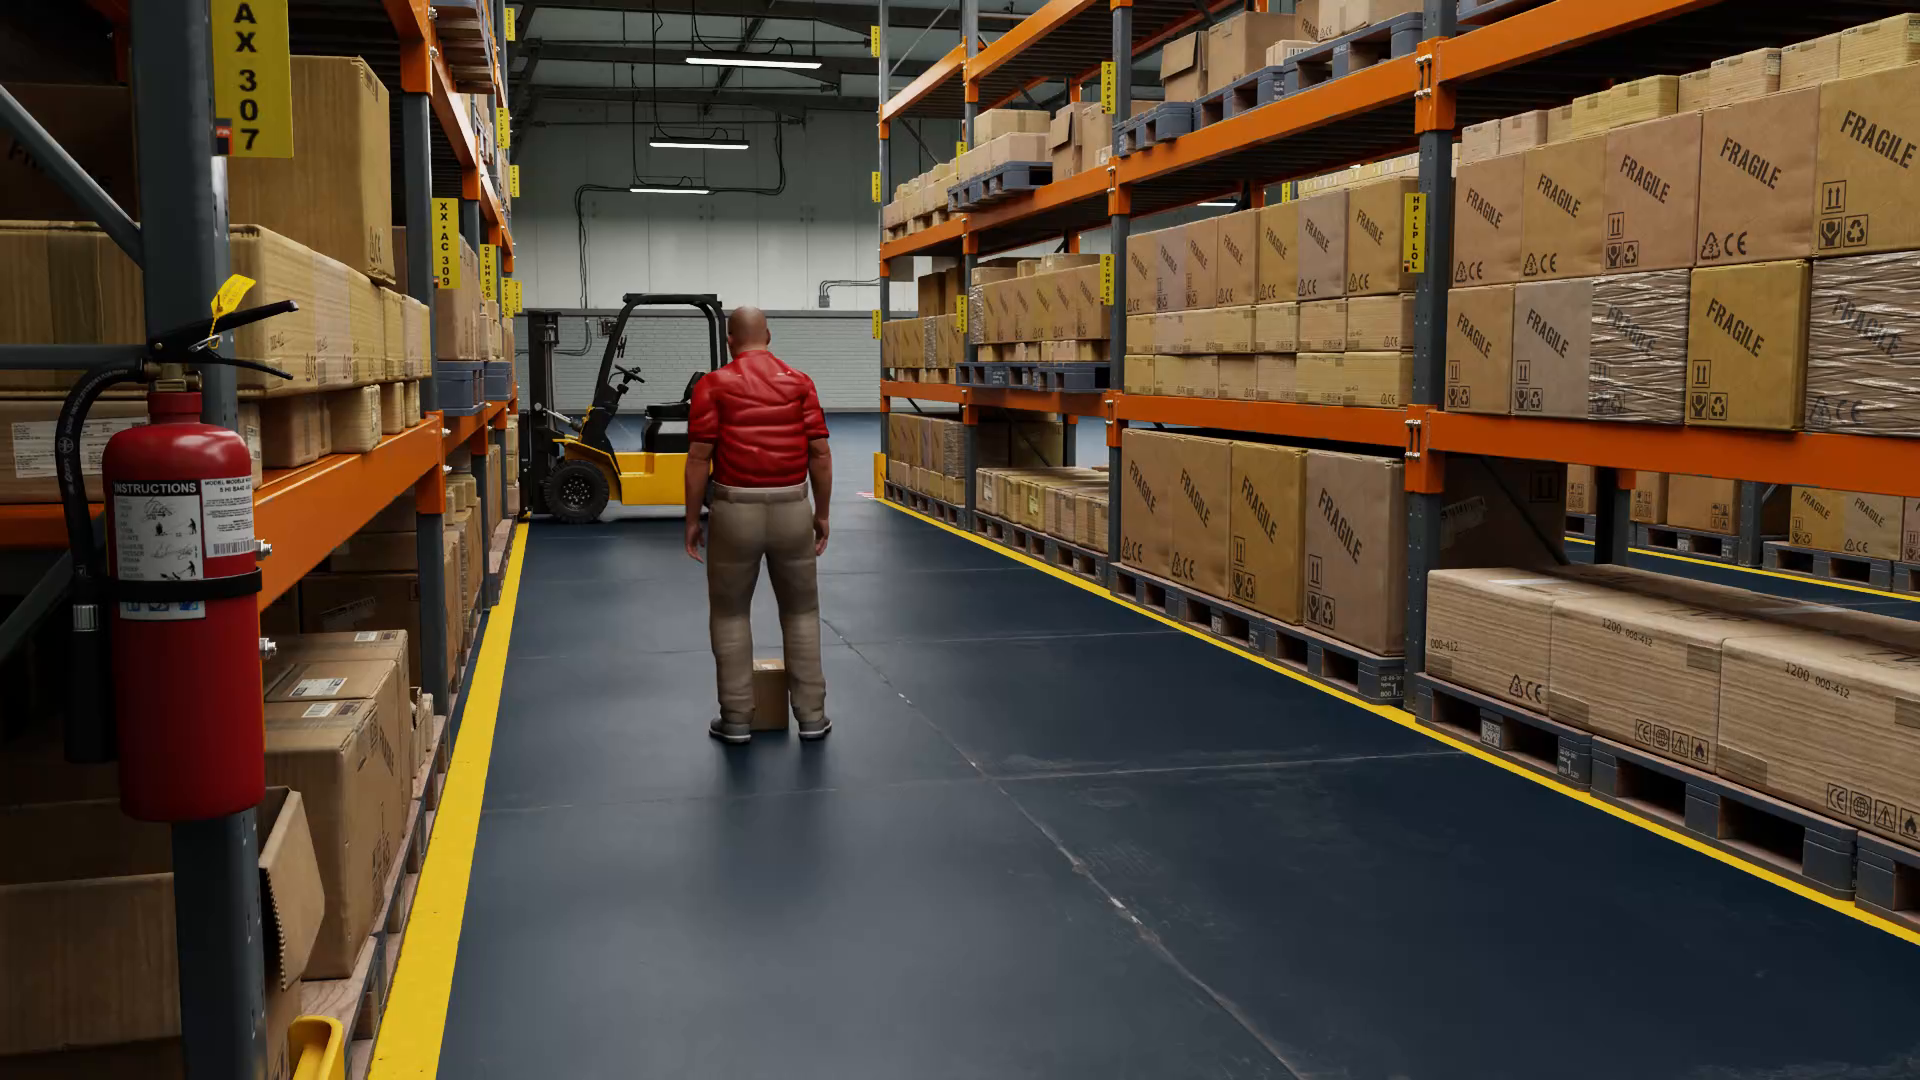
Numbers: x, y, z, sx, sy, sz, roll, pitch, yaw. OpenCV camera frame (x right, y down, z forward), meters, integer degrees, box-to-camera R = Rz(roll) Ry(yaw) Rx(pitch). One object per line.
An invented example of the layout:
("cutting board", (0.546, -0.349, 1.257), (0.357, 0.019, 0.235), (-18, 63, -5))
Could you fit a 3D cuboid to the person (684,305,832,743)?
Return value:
("person", (-0.796, -0.065, 6.620), (0.606, 1.727, 0.399), (-2, 6, -17))
